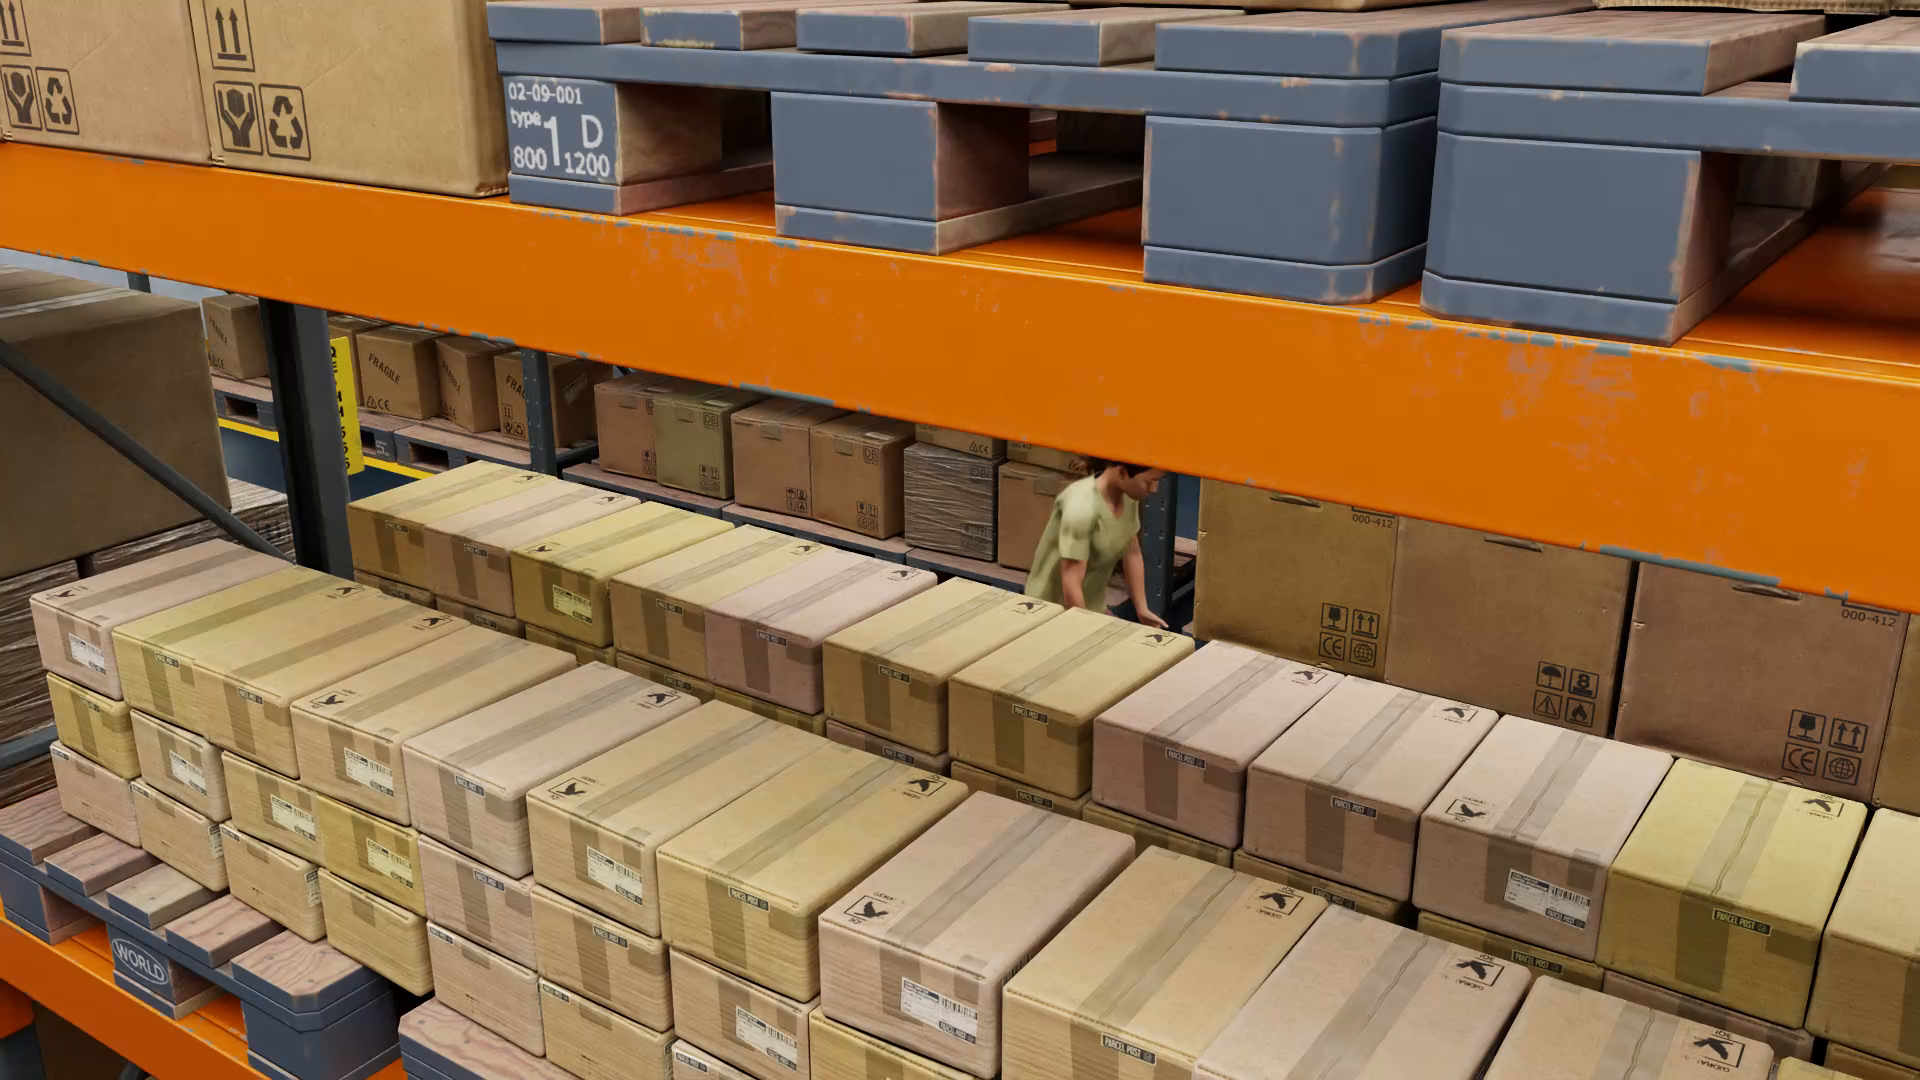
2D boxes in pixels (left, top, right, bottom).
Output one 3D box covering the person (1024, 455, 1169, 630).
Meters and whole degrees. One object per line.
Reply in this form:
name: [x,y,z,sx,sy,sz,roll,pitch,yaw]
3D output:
person: [0.492,0.304,5.951,0.511,1.536,0.494,13,24,33]
